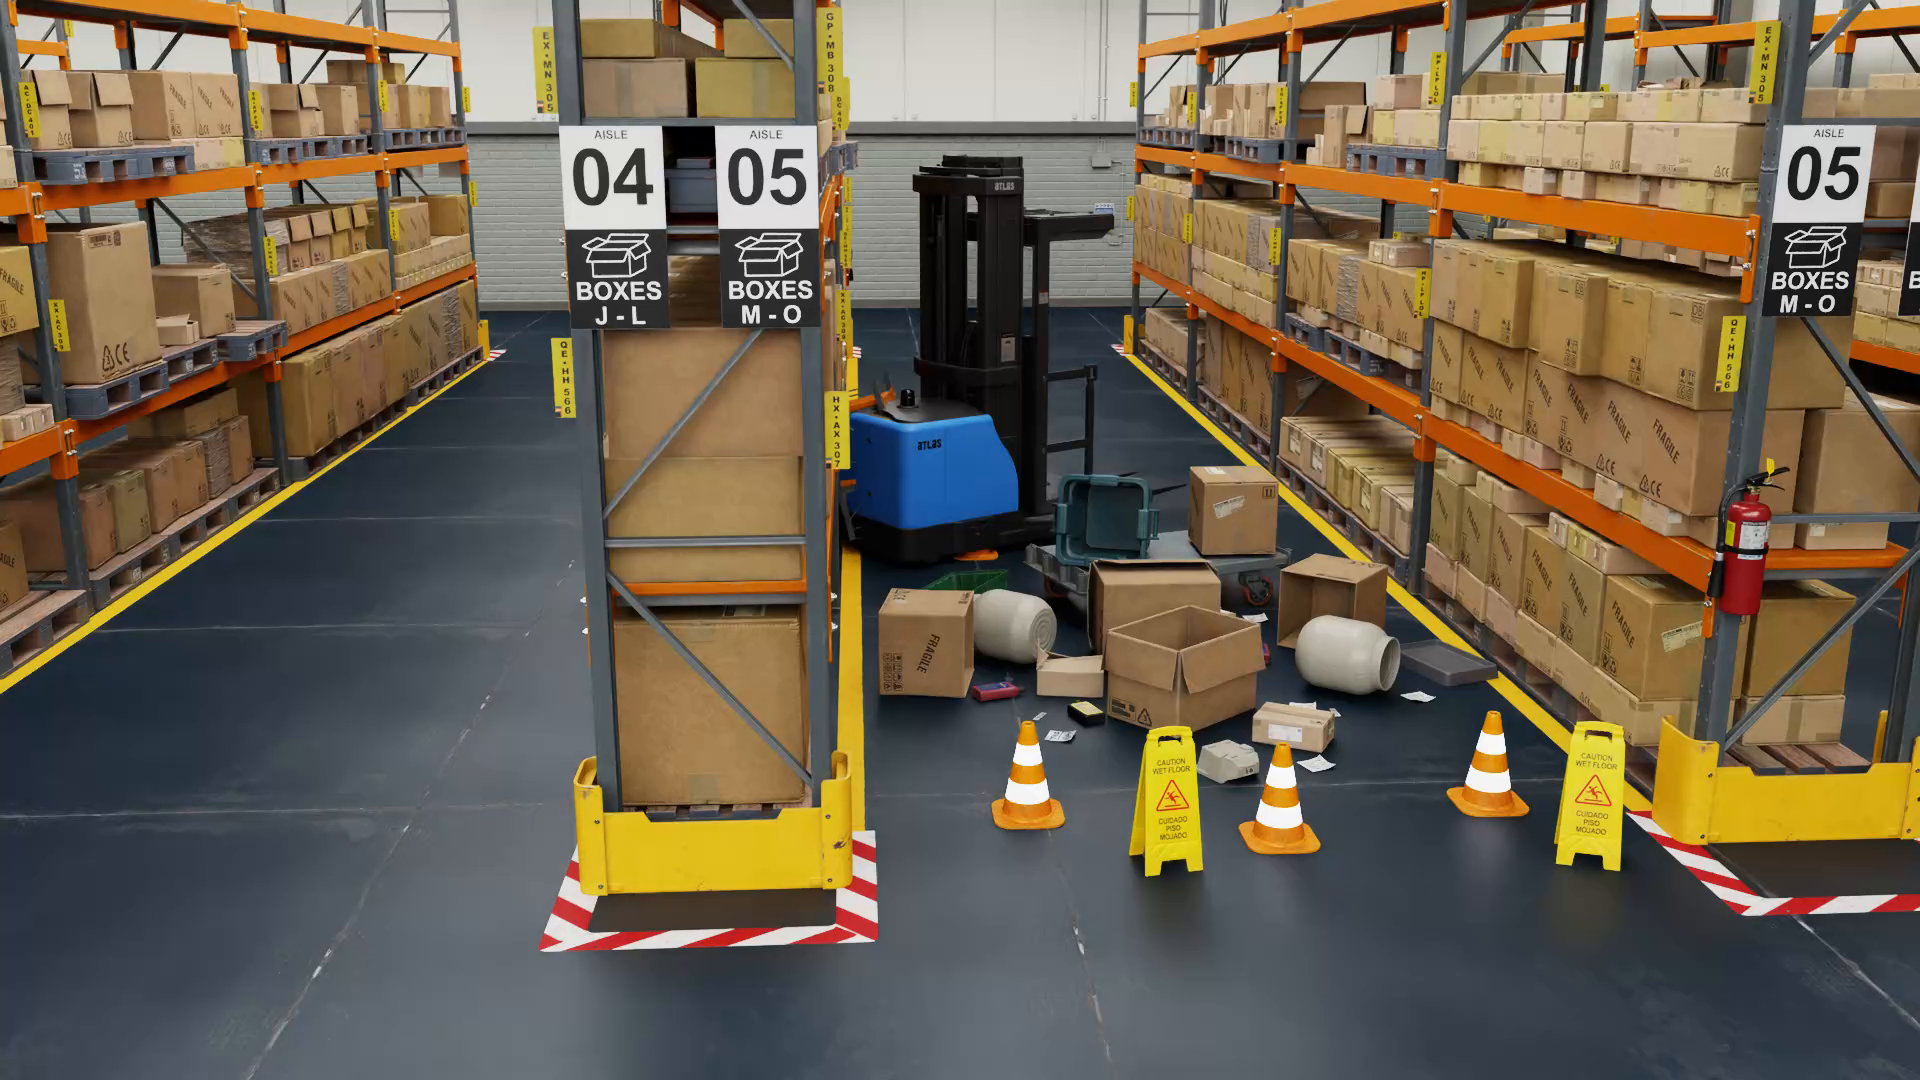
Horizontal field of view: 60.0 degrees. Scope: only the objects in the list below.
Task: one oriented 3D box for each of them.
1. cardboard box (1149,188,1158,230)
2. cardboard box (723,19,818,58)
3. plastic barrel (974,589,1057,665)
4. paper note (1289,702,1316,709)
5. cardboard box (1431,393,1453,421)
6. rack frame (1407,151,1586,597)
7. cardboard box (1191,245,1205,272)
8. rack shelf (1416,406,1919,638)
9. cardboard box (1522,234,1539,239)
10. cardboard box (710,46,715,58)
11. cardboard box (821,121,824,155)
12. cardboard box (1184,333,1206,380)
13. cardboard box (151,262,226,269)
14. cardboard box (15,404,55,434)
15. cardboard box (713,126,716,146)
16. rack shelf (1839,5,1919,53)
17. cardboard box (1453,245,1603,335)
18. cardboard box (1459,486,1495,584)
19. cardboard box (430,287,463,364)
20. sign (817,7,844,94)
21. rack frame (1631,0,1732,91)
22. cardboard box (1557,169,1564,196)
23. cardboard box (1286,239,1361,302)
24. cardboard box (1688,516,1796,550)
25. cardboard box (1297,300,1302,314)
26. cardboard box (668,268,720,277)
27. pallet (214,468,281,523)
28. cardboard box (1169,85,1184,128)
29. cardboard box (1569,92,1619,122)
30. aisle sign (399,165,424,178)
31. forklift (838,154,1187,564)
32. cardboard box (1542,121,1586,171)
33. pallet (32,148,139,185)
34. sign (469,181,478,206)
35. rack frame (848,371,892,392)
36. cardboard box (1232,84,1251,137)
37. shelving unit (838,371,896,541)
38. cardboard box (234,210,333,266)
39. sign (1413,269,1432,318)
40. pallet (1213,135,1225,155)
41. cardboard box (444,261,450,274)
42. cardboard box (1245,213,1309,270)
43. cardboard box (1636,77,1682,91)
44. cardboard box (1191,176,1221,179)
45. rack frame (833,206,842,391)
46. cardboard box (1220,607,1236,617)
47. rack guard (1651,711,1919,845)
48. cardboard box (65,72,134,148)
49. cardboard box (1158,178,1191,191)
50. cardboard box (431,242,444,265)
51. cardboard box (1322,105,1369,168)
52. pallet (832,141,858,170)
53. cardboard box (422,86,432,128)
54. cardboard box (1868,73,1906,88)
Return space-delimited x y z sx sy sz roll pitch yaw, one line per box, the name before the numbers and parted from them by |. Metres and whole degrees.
cardboard box | 2.706 -4.222 21.208 0.500 0.500 0.500 -1 14 -4
cardboard box | -0.764 -2.045 6.797 0.380 0.149 0.250 -1 14 -3
plastic barrel | 0.292 0.523 10.145 0.512 0.421 0.421 10 18 35
paper note | 1.925 0.935 9.353 0.148 0.019 0.142 4 15 16
cardboard box | 3.325 -0.880 10.931 0.380 0.149 0.250 -1 14 -4
rack frame | 3.625 -1.085 11.223 1.000 3.000 0.127 -1 14 -3
cardboard box | 2.875 -3.130 18.470 0.500 0.250 0.500 -1 14 -5
rack shelf | 3.749 -0.239 9.380 1.077 0.370 4.000 -1 14 -3
cardboard box | 7.661 -3.850 21.674 0.500 0.250 0.500 -1 14 -4
cardboard box | -1.593 -2.730 9.458 0.380 0.149 0.250 -1 14 -4
cardboard box | -0.779 -1.725 7.152 0.380 0.149 0.250 -1 14 -3
cardboard box | 3.198 -2.195 19.836 0.875 0.438 0.875 -1 14 -4
cardboard box | -6.440 -2.045 13.911 0.500 0.500 0.500 -3 15 -10
cardboard box | -5.959 -0.761 10.470 0.380 0.149 0.250 -1 14 -3
cardboard box | -1.594 -2.344 9.558 0.380 0.149 0.250 -1 14 -4
rack shelf | 8.455 -4.023 12.850 1.077 0.370 4.000 -1 14 -3
cardboard box | 3.446 -1.521 10.116 0.700 0.500 0.500 -1 14 -3
cardboard box | 3.437 -0.036 10.317 0.500 0.500 0.500 0 14 -1
cardboard box | -6.833 -2.706 20.947 0.875 0.875 0.875 -1 14 -3
sign | -0.507 -1.910 6.497 0.100 0.325 0.005 -1 14 -3
rack frame | 8.083 -6.057 18.510 1.000 3.000 0.127 -1 14 -3
cardboard box | 3.495 -1.950 9.072 0.380 0.149 0.250 -1 14 -3
cardboard box | 3.174 -2.360 14.539 0.500 0.500 0.500 -1 14 -5
cardboard box | 3.636 -0.058 7.737 0.380 0.149 0.250 0 14 -2
cardboard box | 3.212 -2.078 14.743 0.380 0.149 0.250 -2 15 -7
cardboard box | -1.274 -1.215 9.262 0.875 0.550 0.550 -1 14 -3
pallet | -6.467 -0.382 14.087 1.003 0.211 1.213 -1 14 -3
cardboard box | 2.857 -5.319 20.414 0.500 0.500 0.500 -1 14 -2
cardboard box | 3.429 -2.268 8.705 0.380 0.149 0.250 -1 14 -2
aisle sign | -7.313 -5.189 21.955 0.394 0.787 0.004 -1 14 -3
forklift | 0.499 -1.513 13.025 3.031 2.935 1.130 -11 18 -36
cardboard box | 3.472 -2.117 8.919 0.500 0.250 0.500 -1 14 -3
pallet | -6.198 -2.449 10.881 1.213 0.211 1.003 -1 14 -3
sign | -6.467 -4.597 22.073 0.100 0.325 0.005 -1 14 -3
rack frame | -0.680 -0.754 13.423 0.500 1.125 0.032 -14 8 4
cardboard box | 2.979 -4.218 16.337 0.500 0.500 0.500 -1 14 -3
shelving unit | -0.702 -0.675 12.922 0.538 1.125 1.048 -14 8 4
cardboard box | -6.628 -2.972 16.343 0.797 0.503 0.637 0 14 -2
sign | 3.072 -1.636 11.042 0.100 0.325 0.005 -1 14 -3
pallet | 3.236 -4.207 17.723 0.805 0.209 1.217 -1 15 -6
cardboard box | -6.577 -3.393 20.697 0.380 0.149 0.250 -1 14 -3
cardboard box | 3.044 -2.864 15.932 0.500 0.500 0.500 -1 14 -2
cardboard box | 7.754 -4.999 18.449 0.396 0.266 0.258 -1 14 -4
cardboard box | 3.164 -4.575 21.278 0.380 0.149 0.250 -1 14 -4
rack frame | -1.557 -1.978 14.695 1.000 3.000 0.127 -1 14 -3
cardboard box | 1.534 0.475 10.648 0.258 0.266 0.396 -13 20 -42
rack guard | 3.868 1.102 7.742 1.175 0.500 0.348 -1 14 -3
cardboard box | -6.255 -2.991 11.561 0.797 0.503 0.637 0 14 -1
cardboard box | 2.681 -4.437 20.743 0.380 0.149 0.250 -1 14 -5
cardboard box | -6.615 -3.489 20.271 0.500 0.250 0.500 -1 14 -3
cardboard box | 3.426 -3.345 13.787 0.700 0.500 0.500 -1 14 -3
pallet | -1.464 -3.180 13.726 1.213 0.211 1.003 0 14 -1
cardboard box | -7.009 -5.399 20.726 0.700 0.500 0.500 -1 14 -5
cardboard box | 8.133 -3.726 14.225 0.500 0.500 0.500 -1 14 -3
